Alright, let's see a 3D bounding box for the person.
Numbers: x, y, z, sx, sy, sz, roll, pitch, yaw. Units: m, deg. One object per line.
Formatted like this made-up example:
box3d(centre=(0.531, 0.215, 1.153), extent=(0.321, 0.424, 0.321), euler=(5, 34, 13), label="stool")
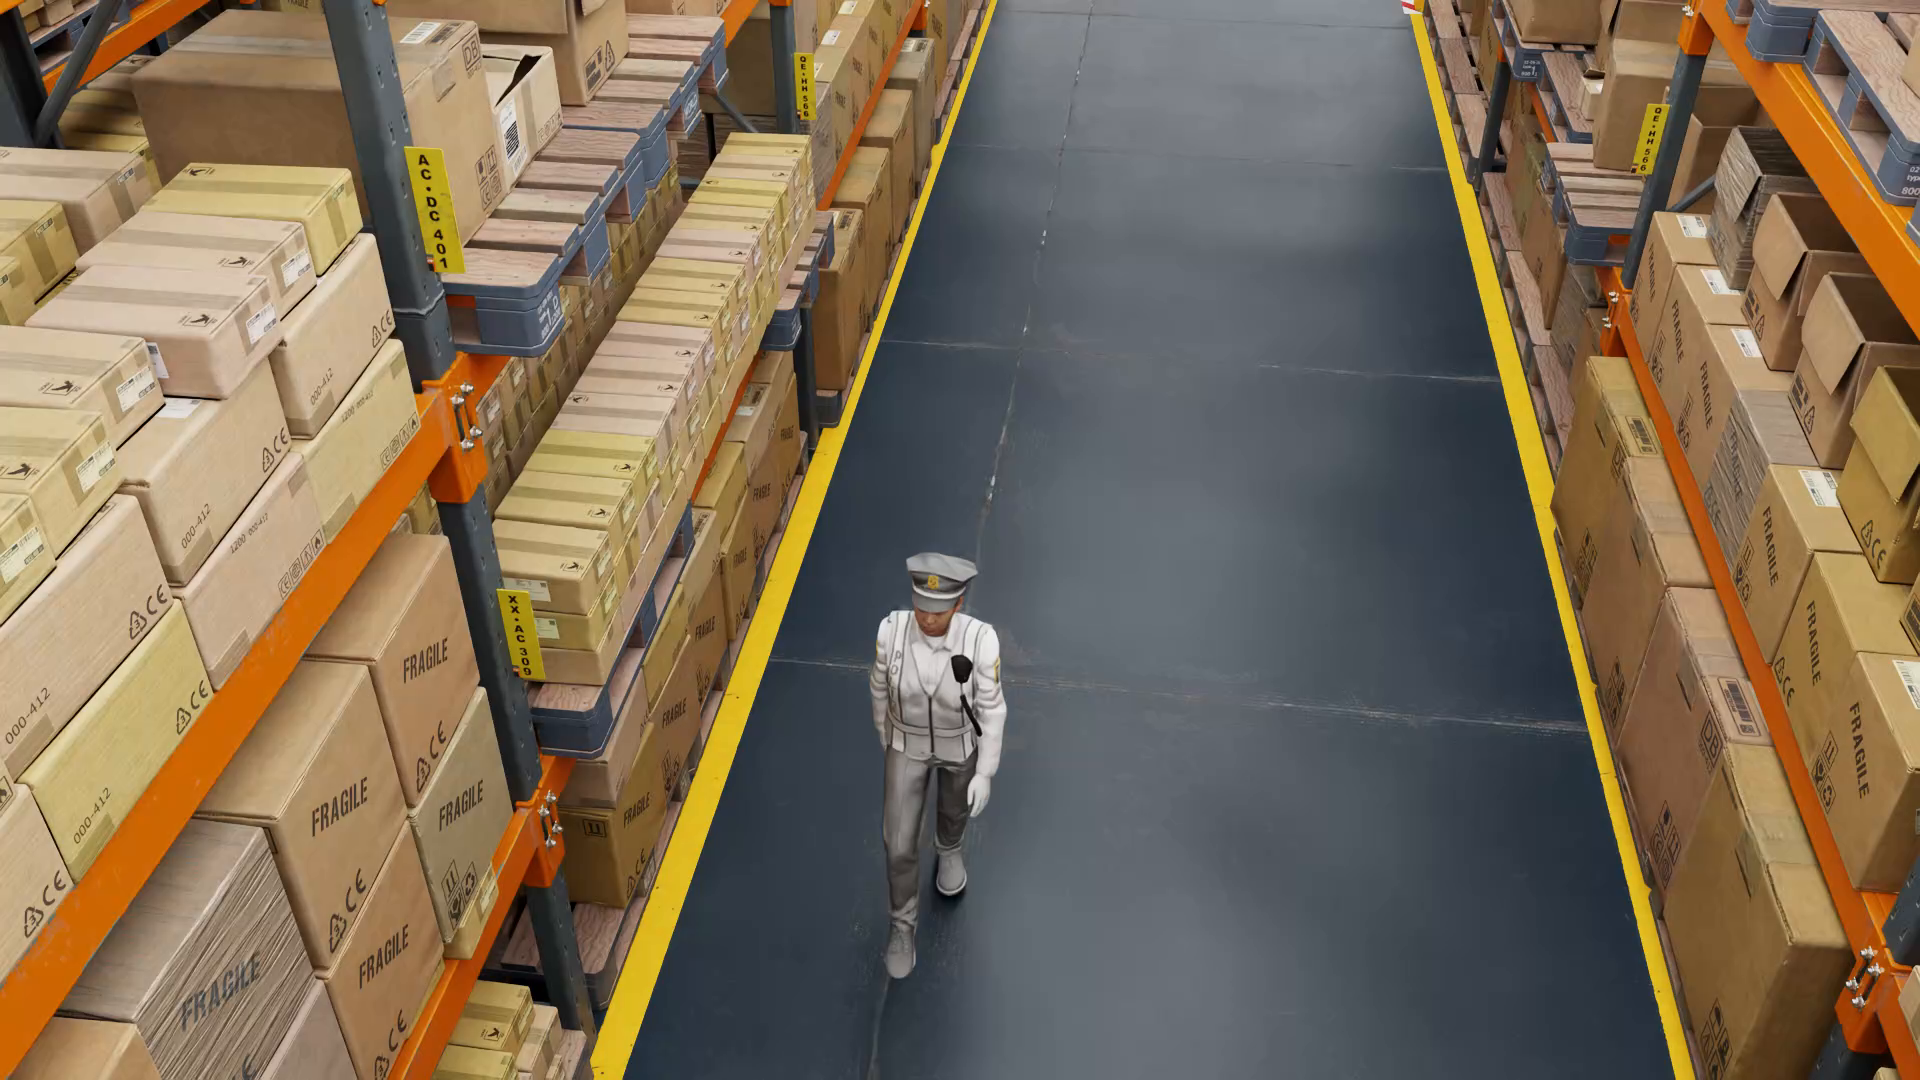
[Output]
box3d(centre=(-0.083, 0.782, 5.975), extent=(0.497, 1.737, 0.660), euler=(2, 36, 3), label="person")
